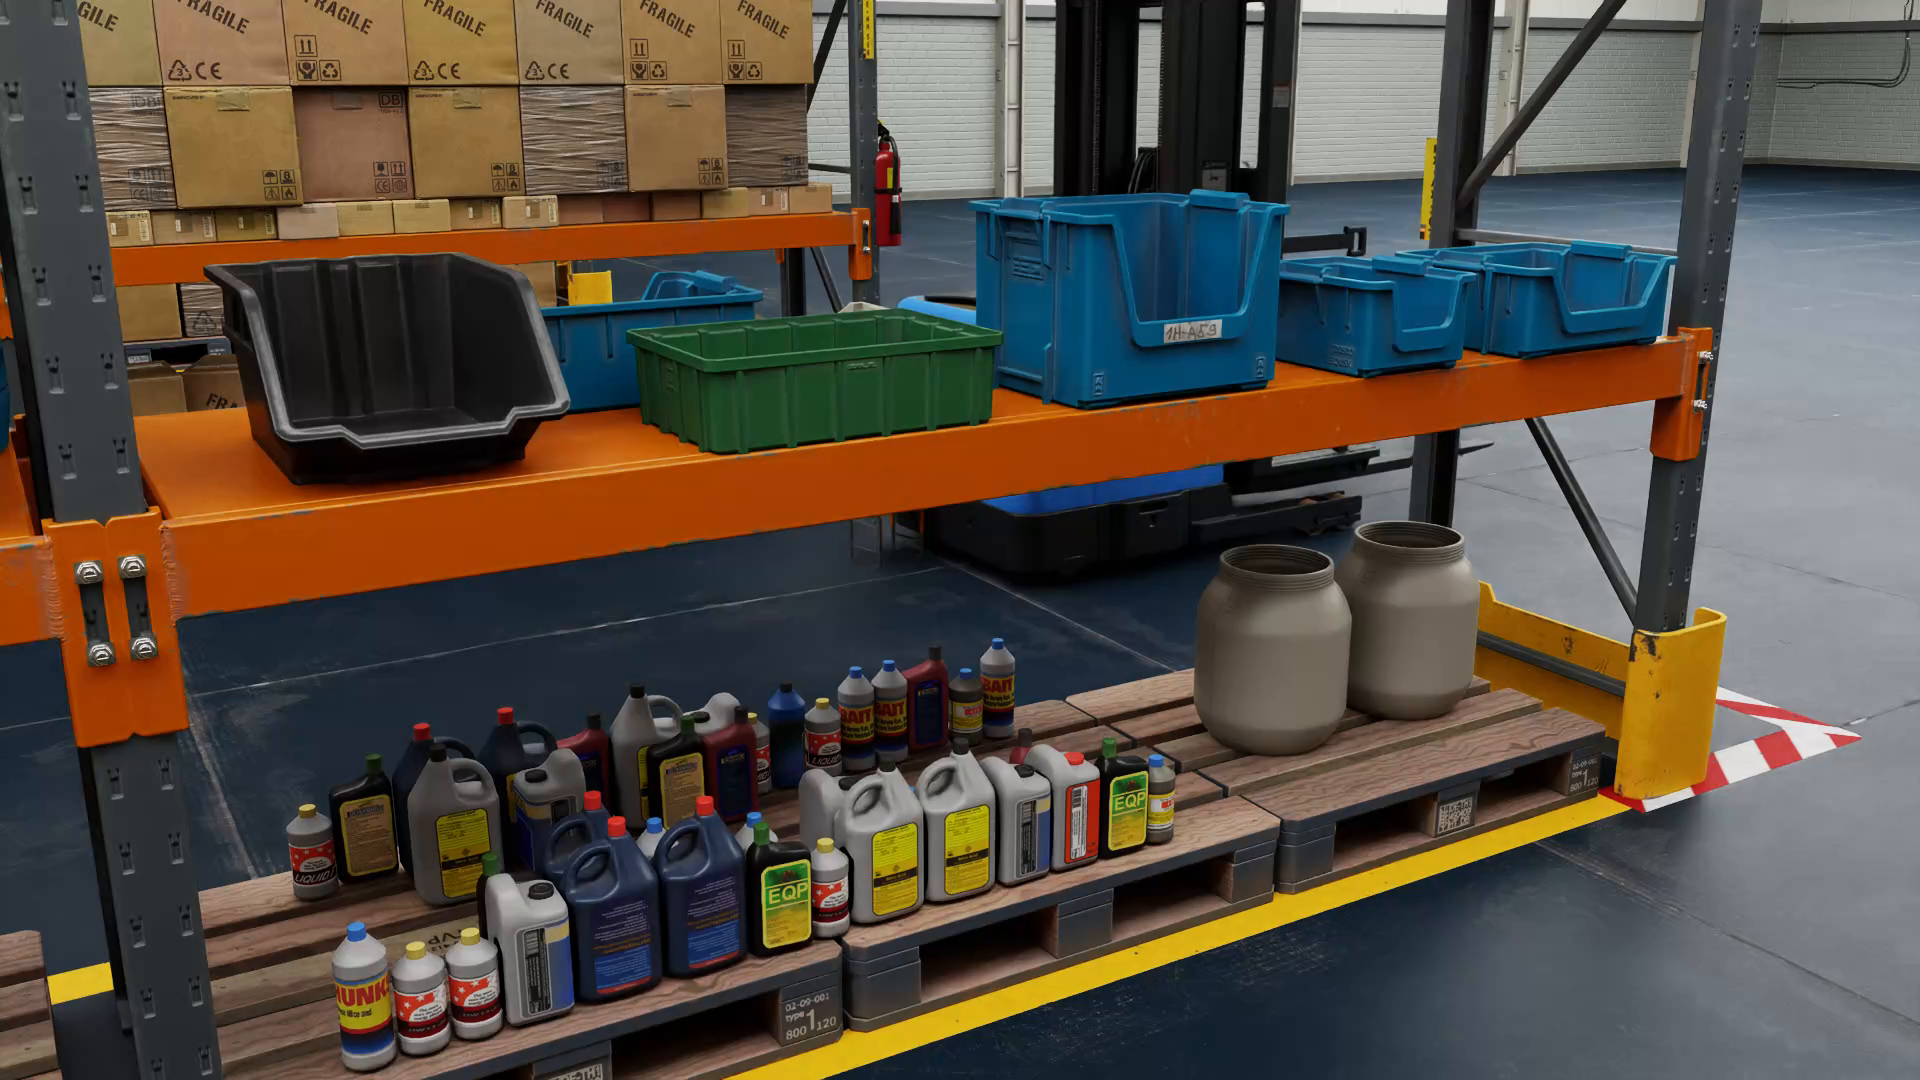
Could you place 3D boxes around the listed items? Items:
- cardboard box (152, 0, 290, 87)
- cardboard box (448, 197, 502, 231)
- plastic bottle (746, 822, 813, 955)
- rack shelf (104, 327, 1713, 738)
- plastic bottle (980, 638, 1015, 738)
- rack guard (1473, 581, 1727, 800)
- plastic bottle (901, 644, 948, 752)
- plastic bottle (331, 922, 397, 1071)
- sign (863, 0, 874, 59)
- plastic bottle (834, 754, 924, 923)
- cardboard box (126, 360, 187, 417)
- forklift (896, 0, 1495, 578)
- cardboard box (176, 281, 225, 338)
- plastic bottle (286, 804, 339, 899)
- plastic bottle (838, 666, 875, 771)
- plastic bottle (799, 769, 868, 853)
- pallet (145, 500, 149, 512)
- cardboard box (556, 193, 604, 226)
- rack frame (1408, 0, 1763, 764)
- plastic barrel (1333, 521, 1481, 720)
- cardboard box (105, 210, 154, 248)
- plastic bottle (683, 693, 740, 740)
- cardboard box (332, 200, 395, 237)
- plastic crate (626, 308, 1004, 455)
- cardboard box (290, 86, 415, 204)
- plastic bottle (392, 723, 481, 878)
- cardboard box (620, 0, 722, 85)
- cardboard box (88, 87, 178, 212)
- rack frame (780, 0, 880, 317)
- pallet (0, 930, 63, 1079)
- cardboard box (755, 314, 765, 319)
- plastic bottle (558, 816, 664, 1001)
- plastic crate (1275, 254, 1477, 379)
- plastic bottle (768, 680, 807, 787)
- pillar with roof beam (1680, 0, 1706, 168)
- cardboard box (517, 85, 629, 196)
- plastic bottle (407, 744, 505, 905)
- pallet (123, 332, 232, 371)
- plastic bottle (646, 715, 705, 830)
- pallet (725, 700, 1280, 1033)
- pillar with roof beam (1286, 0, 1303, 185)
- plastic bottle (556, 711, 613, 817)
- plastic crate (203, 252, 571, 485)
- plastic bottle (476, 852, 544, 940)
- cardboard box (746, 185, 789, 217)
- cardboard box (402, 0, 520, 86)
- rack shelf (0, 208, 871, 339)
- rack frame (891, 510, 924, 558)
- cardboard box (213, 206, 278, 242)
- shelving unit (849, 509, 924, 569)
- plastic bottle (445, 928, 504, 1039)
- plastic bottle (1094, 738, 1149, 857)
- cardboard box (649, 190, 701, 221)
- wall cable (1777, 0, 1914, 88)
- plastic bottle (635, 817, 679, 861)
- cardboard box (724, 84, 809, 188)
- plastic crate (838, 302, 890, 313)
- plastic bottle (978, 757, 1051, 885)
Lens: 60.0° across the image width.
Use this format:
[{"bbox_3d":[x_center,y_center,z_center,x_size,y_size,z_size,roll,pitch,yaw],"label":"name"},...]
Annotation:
[{"bbox_3d":[-3.216,-2.211,7.150,0.500,0.500,0.500,-9,18,-30],"label":"cardboard box"},{"bbox_3d":[-2.351,-1.560,7.885,0.250,0.149,0.380,-9,18,-30],"label":"cardboard box"},{"bbox_3d":[-0.379,0.722,3.494,0.133,0.283,0.061,-8,18,-27],"label":"plastic bottle"},{"bbox_3d":[0.105,-0.250,4.077,4.000,0.370,1.077,-9,18,-30],"label":"rack shelf"},{"bbox_3d":[0.105,0.407,4.639,0.097,0.271,0.097,0,16,0],"label":"plastic bottle"},{"bbox_3d":[1.778,0.351,5.233,0.348,0.500,1.175,-9,18,-30],"label":"rack guard"},{"bbox_3d":[-0.099,0.429,4.540,0.133,0.283,0.061,-9,18,-29],"label":"plastic bottle"},{"bbox_3d":[-1.111,0.841,3.093,0.097,0.271,0.097,0,16,0],"label":"plastic bottle"},{"bbox_3d":[-0.463,-2.599,8.393,0.005,0.325,0.100,-9,18,-30],"label":"sign"},{"bbox_3d":[-0.178,0.644,3.649,0.185,0.351,0.144,-9,18,-30],"label":"plastic bottle"},{"bbox_3d":[-3.797,-0.509,7.522,0.500,0.500,0.500,-10,18,-31],"label":"cardboard box"},{"bbox_3d":[1.229,-1.537,7.464,3.031,2.935,1.130,-10,18,-32],"label":"forklift"},{"bbox_3d":[-5.282,-2.002,12.155,0.875,0.875,0.875,-9,18,-29],"label":"cardboard box"},{"bbox_3d":[-1.459,0.695,3.744,0.097,0.201,0.097,0,16,0],"label":"plastic bottle"},{"bbox_3d":[-0.275,0.469,4.419,0.097,0.271,0.097,0,16,0],"label":"plastic bottle"},{"bbox_3d":[-0.276,0.649,3.768,0.135,0.276,0.152,-9,18,-30],"label":"plastic bottle"},{"bbox_3d":[-3.603,-0.223,7.815,1.213,0.211,1.003,-9,18,-30],"label":"pallet"},{"bbox_3d":[-1.933,-1.634,8.149,0.250,0.149,0.380,-9,18,-30],"label":"cardboard box"},{"bbox_3d":[1.819,-0.874,4.972,0.127,3.000,1.000,-9,18,-30],"label":"rack frame"},{"bbox_3d":[1.294,0.230,4.861,0.421,0.512,0.421,0,16,0],"label":"plastic barrel"},{"bbox_3d":[-3.600,-1.335,7.082,0.250,0.149,0.380,-9,18,-30],"label":"cardboard box"},{"bbox_3d":[-0.623,0.532,4.186,0.135,0.276,0.152,-9,18,-29],"label":"plastic bottle"},{"bbox_3d":[-2.762,-1.483,7.609,0.250,0.149,0.380,-9,18,-30],"label":"cardboard box"},{"bbox_3d":[-0.301,-0.340,3.457,0.662,0.188,0.450,-9,18,-30],"label":"plastic crate"},{"bbox_3d":[-2.919,-1.858,7.745,0.500,0.500,0.875,-9,18,-30],"label":"cardboard box"},{"bbox_3d":[-1.206,0.589,3.844,0.185,0.351,0.144,-10,18,-31],"label":"plastic bottle"},{"bbox_3d":[-1.501,-2.489,8.142,0.500,0.500,0.500,-9,18,-30],"label":"cardboard box"},{"bbox_3d":[-3.743,-1.704,7.195,0.500,0.500,0.875,-9,18,-30],"label":"cardboard box"},{"bbox_3d":[-0.732,-2.020,9.060,0.127,3.000,1.000,-9,18,-30],"label":"rack frame"},{"bbox_3d":[-2.263,1.142,2.943,1.213,0.211,1.003,-9,18,-30],"label":"pallet"},{"bbox_3d":[-1.276,-0.936,9.045,0.500,0.500,0.500,-6,17,-19],"label":"cardboard box"},{"bbox_3d":[-0.704,0.729,3.344,0.185,0.351,0.144,-9,18,-28],"label":"plastic bottle"},{"bbox_3d":[0.985,-0.575,4.179,0.408,0.251,0.499,-9,18,-30],"label":"plastic crate"},{"bbox_3d":[-0.449,0.497,4.319,0.097,0.271,0.097,0,16,0],"label":"plastic bottle"},{"bbox_3d":[18.477,-11.636,32.247,0.400,9.000,9.100,-9,18,-30],"label":"pillar with roof beam"},{"bbox_3d":[-2.035,-1.985,8.197,0.500,0.500,0.875,-9,18,-30],"label":"cardboard box"},{"bbox_3d":[-1.132,0.622,3.725,0.185,0.351,0.144,-9,18,-30],"label":"plastic bottle"},{"bbox_3d":[-5.936,-1.371,11.909,1.213,0.211,1.003,-9,18,-30],"label":"pallet"},{"bbox_3d":[-0.690,0.570,4.036,0.133,0.283,0.061,-9,18,-30],"label":"plastic bottle"},{"bbox_3d":[0.034,0.770,4.272,1.213,0.211,1.003,-9,18,-30],"label":"pallet"},{"bbox_3d":[8.191,-9.968,26.296,0.400,9.000,9.100,-9,18,-30],"label":"pillar with roof beam"},{"bbox_3d":[-0.923,0.563,4.063,0.133,0.283,0.061,-8,17,-26],"label":"plastic bottle"},{"bbox_3d":[-1.095,-0.332,3.151,0.504,0.338,0.767,-9,18,-30],"label":"plastic crate"},{"bbox_3d":[-0.903,0.759,3.362,0.133,0.283,0.061,-9,18,-30],"label":"plastic bottle"},{"bbox_3d":[-1.084,-1.777,8.659,0.250,0.149,0.380,-9,18,-30],"label":"cardboard box"},{"bbox_3d":[-2.364,-2.352,7.655,0.500,0.500,0.500,-9,18,-30],"label":"cardboard box"},{"bbox_3d":[-2.446,-1.396,8.165,4.000,0.370,1.077,-9,18,-30],"label":"rack shelf"},{"bbox_3d":[-0.225,-0.448,7.062,0.008,1.050,0.200,-14,21,-43],"label":"rack frame"},{"bbox_3d":[-3.191,-1.413,7.360,0.250,0.149,0.380,-9,18,-30],"label":"cardboard box"},{"bbox_3d":[-0.311,-0.425,6.979,0.252,1.050,0.215,-14,21,-43],"label":"shelving unit"},{"bbox_3d":[-0.936,0.846,3.204,0.097,0.201,0.097,0,16,0],"label":"plastic bottle"},{"bbox_3d":[0.380,0.599,3.933,0.133,0.283,0.061,-9,18,-28],"label":"plastic bottle"},{"bbox_3d":[-1.494,-1.700,8.381,0.250,0.149,0.380,-9,18,-30],"label":"cardboard box"},{"bbox_3d":[19.466,-11.240,36.588,0.112,2.526,3.097,-9,18,-30],"label":"wall cable"},{"bbox_3d":[-0.642,0.719,3.526,0.097,0.271,0.097,0,16,0],"label":"plastic bottle"},{"bbox_3d":[-1.217,-2.142,8.756,0.500,0.500,0.875,-9,18,-30],"label":"cardboard box"},{"bbox_3d":[-0.348,-0.476,4.038,0.437,0.136,0.530,-9,18,-30],"label":"plastic crate"},{"bbox_3d":[0.122,0.630,3.836,0.135,0.276,0.152,-10,18,-31],"label":"plastic bottle"}]
